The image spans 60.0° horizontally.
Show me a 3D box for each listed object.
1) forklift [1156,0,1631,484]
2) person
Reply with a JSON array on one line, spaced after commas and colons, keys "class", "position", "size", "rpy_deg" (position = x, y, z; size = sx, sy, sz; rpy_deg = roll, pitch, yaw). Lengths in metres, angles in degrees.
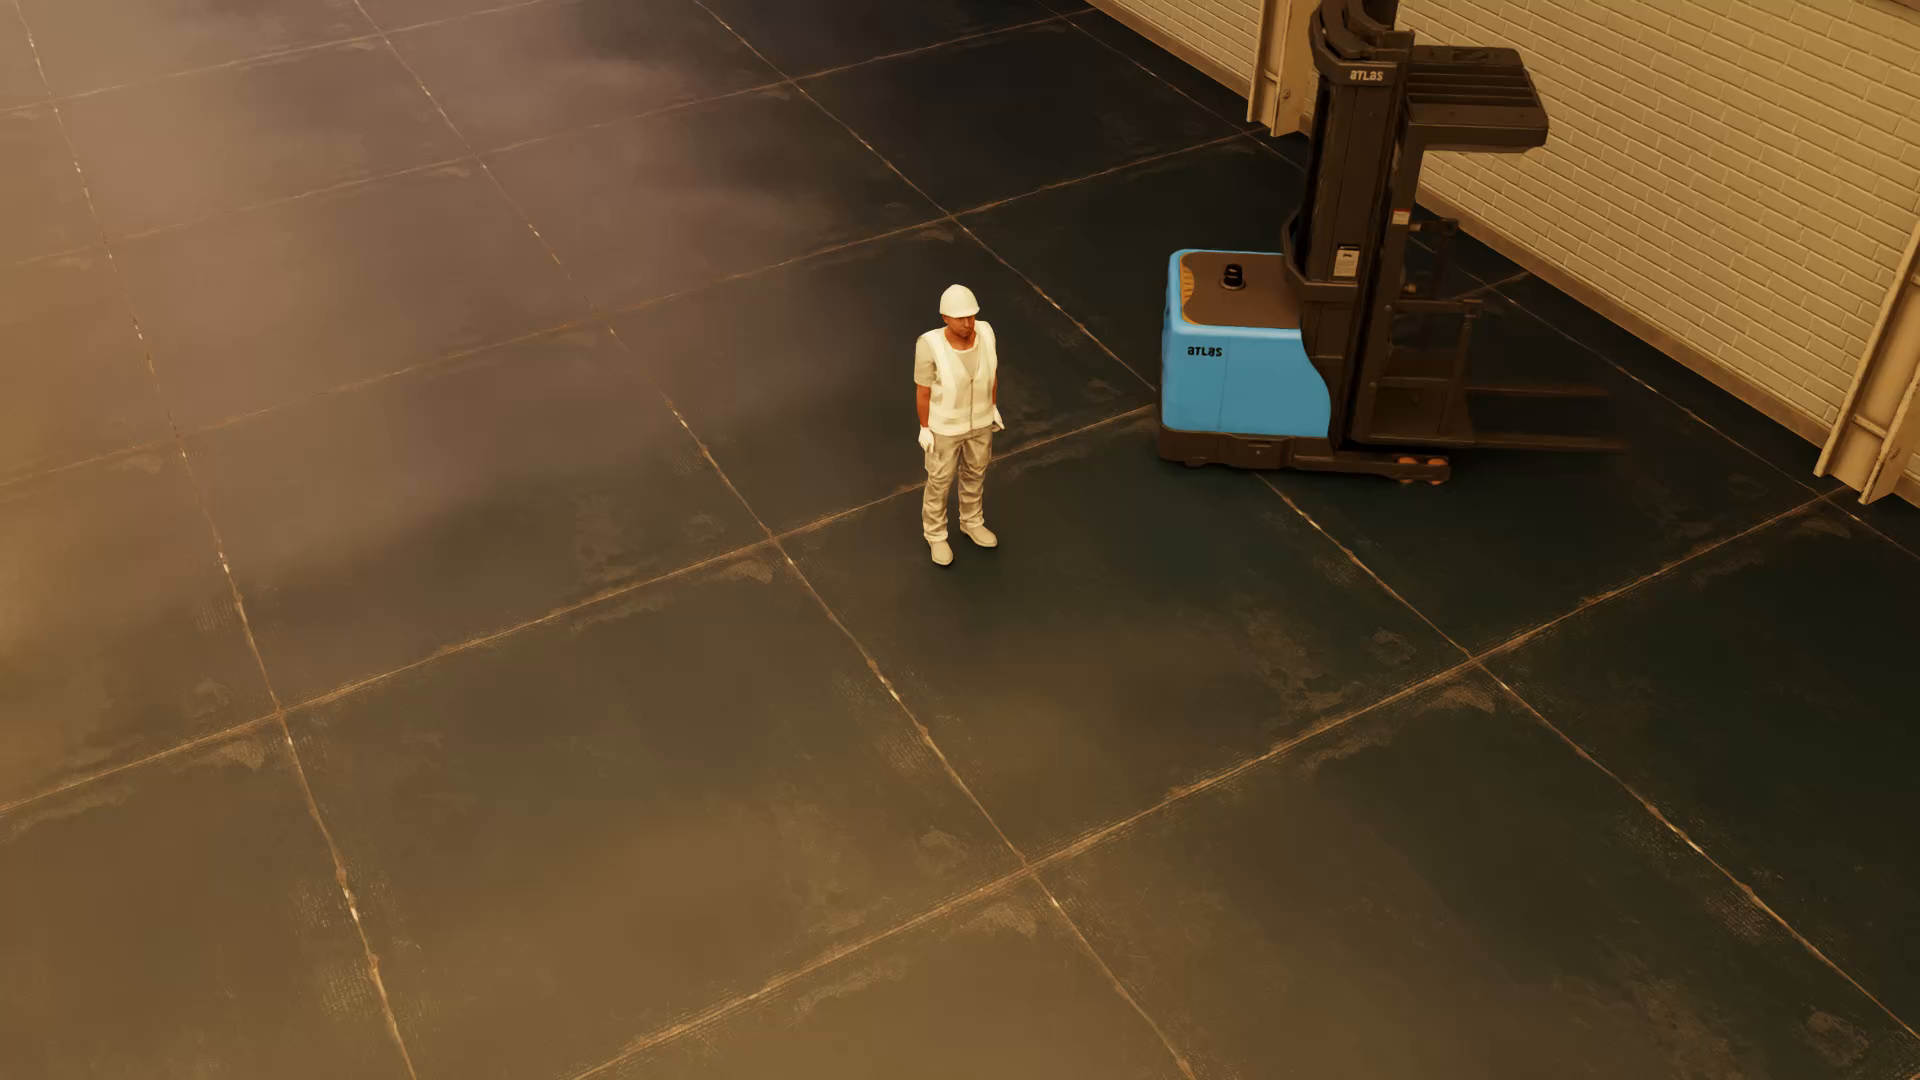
[{"class": "forklift", "position": [2.841, -1.844, 10.259], "size": [3.031, 2.935, 1.130], "rpy_deg": [3, 40, 4]}, {"class": "person", "position": [0.012, -0.688, 9.763], "size": [0.542, 1.789, 0.382], "rpy_deg": [-20, 44, -23]}]
